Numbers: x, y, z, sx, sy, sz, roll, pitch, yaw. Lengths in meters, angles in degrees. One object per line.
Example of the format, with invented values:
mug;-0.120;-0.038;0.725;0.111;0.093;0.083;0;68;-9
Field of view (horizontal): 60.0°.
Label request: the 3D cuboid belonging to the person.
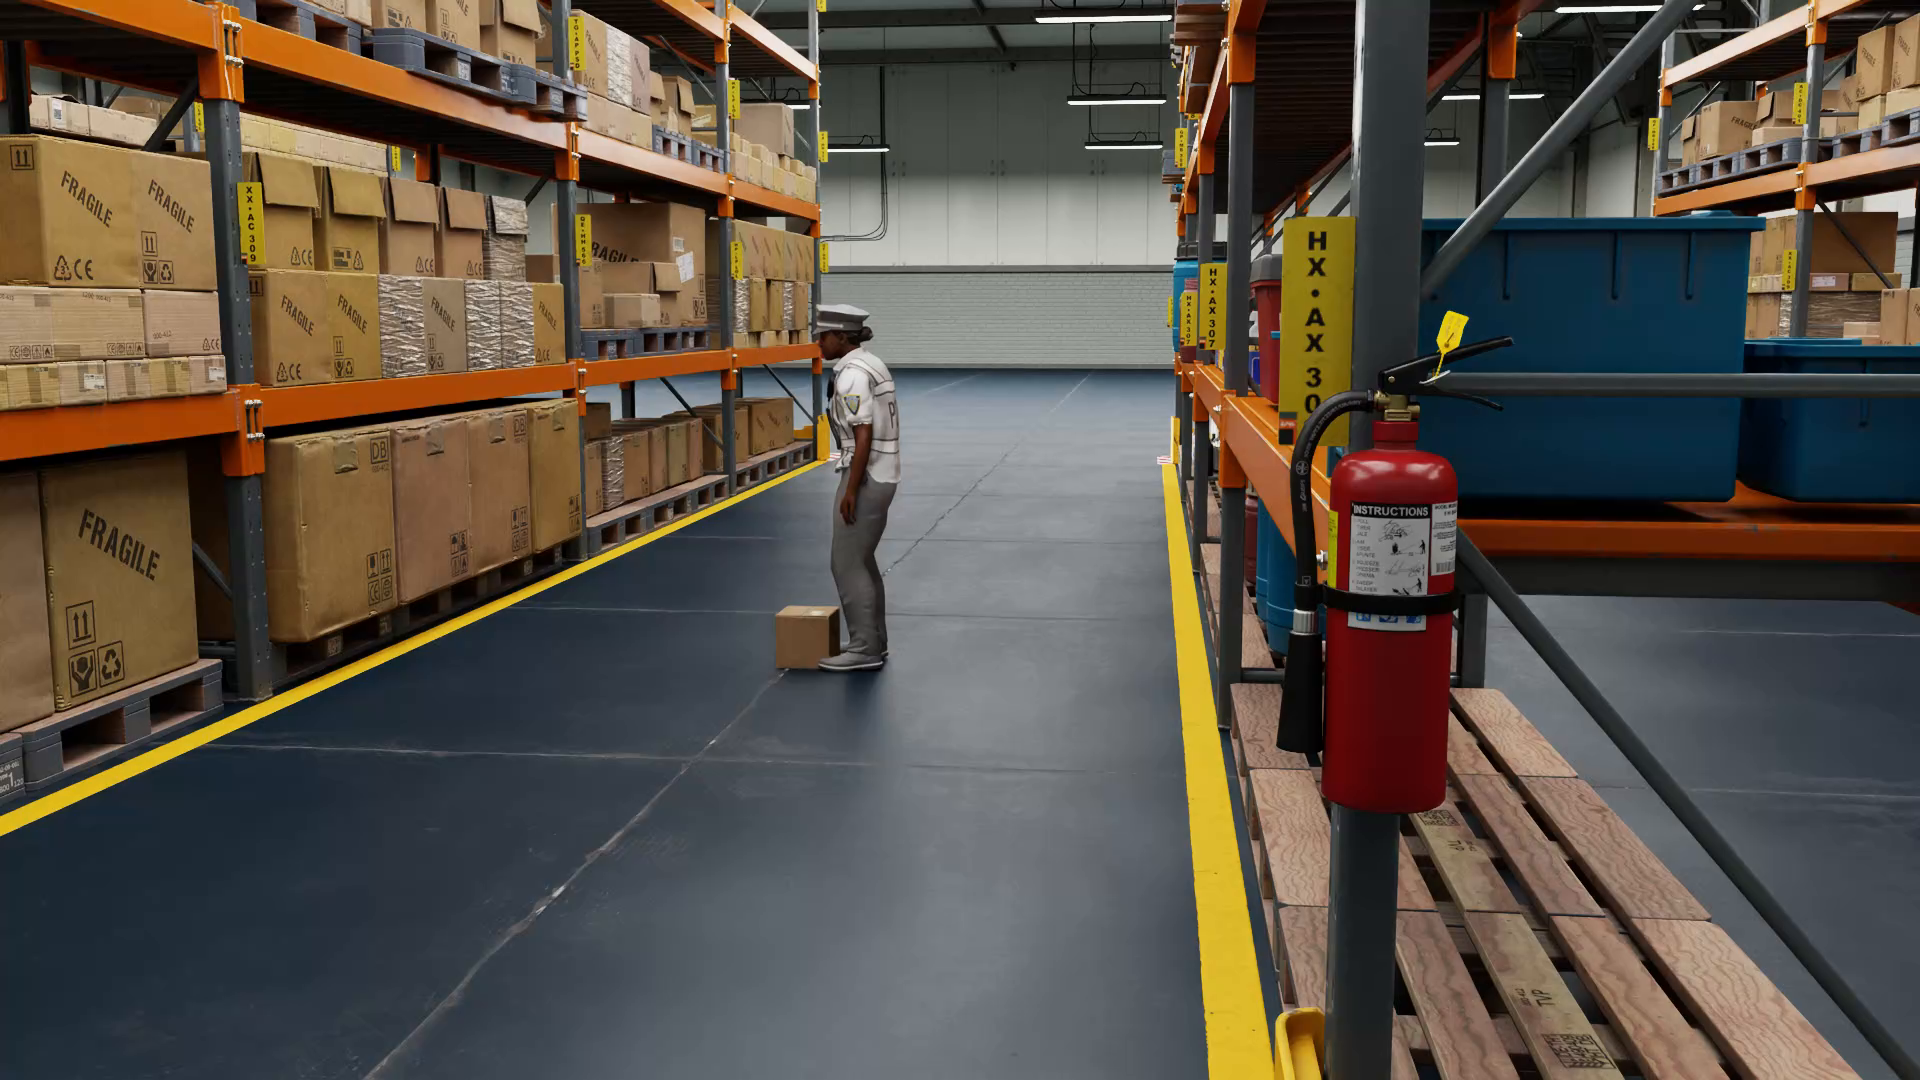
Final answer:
person;-0.467;-0.243;7.609;0.396;1.657;0.520;0;8;3
